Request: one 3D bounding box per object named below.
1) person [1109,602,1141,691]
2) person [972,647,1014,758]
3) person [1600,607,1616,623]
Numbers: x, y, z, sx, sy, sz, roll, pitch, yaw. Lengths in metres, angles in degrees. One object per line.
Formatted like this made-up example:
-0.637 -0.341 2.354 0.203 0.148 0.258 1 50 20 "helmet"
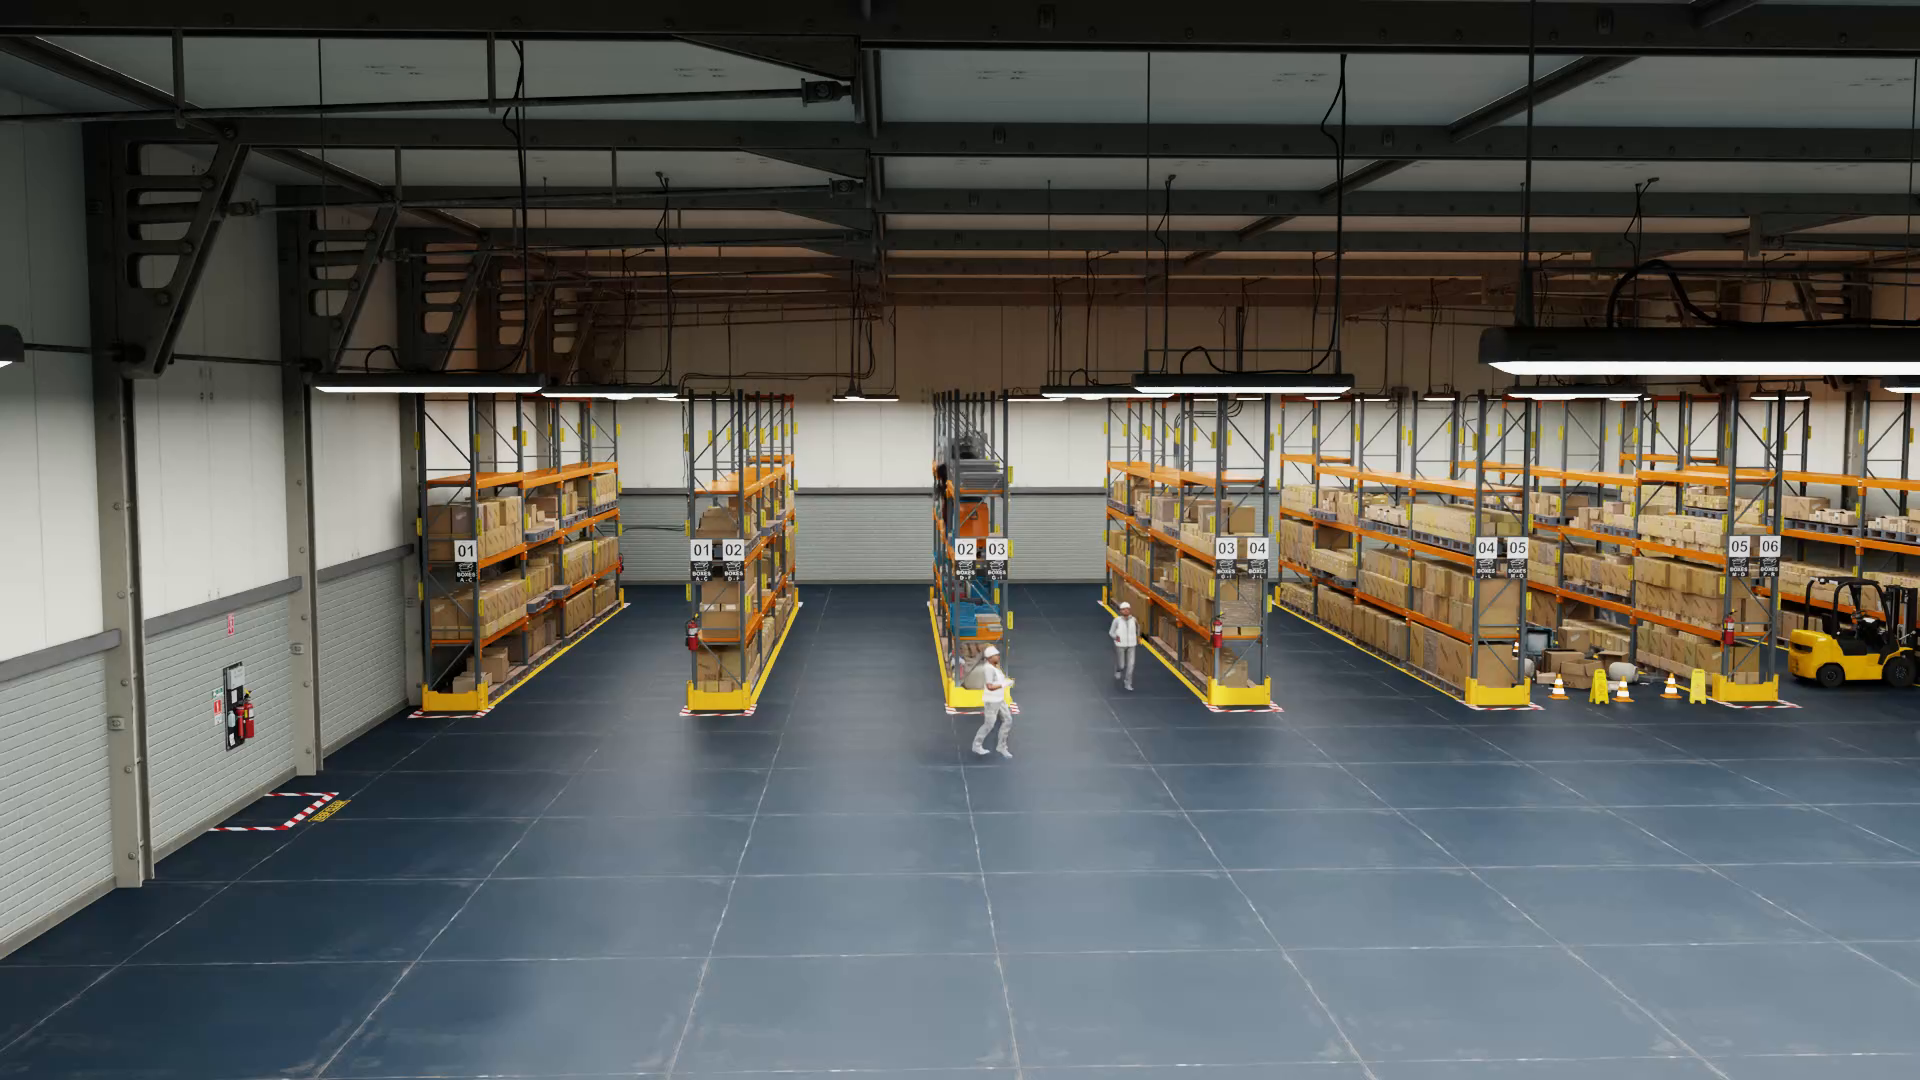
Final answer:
3.354 2.124 33.577 0.677 1.746 0.875 -1 5 -7 "person"
0.557 2.637 26.892 0.726 1.835 0.654 2 5 19 "person"
16.330 1.477 41.800 0.618 1.663 0.597 0 5 -5 "person"
